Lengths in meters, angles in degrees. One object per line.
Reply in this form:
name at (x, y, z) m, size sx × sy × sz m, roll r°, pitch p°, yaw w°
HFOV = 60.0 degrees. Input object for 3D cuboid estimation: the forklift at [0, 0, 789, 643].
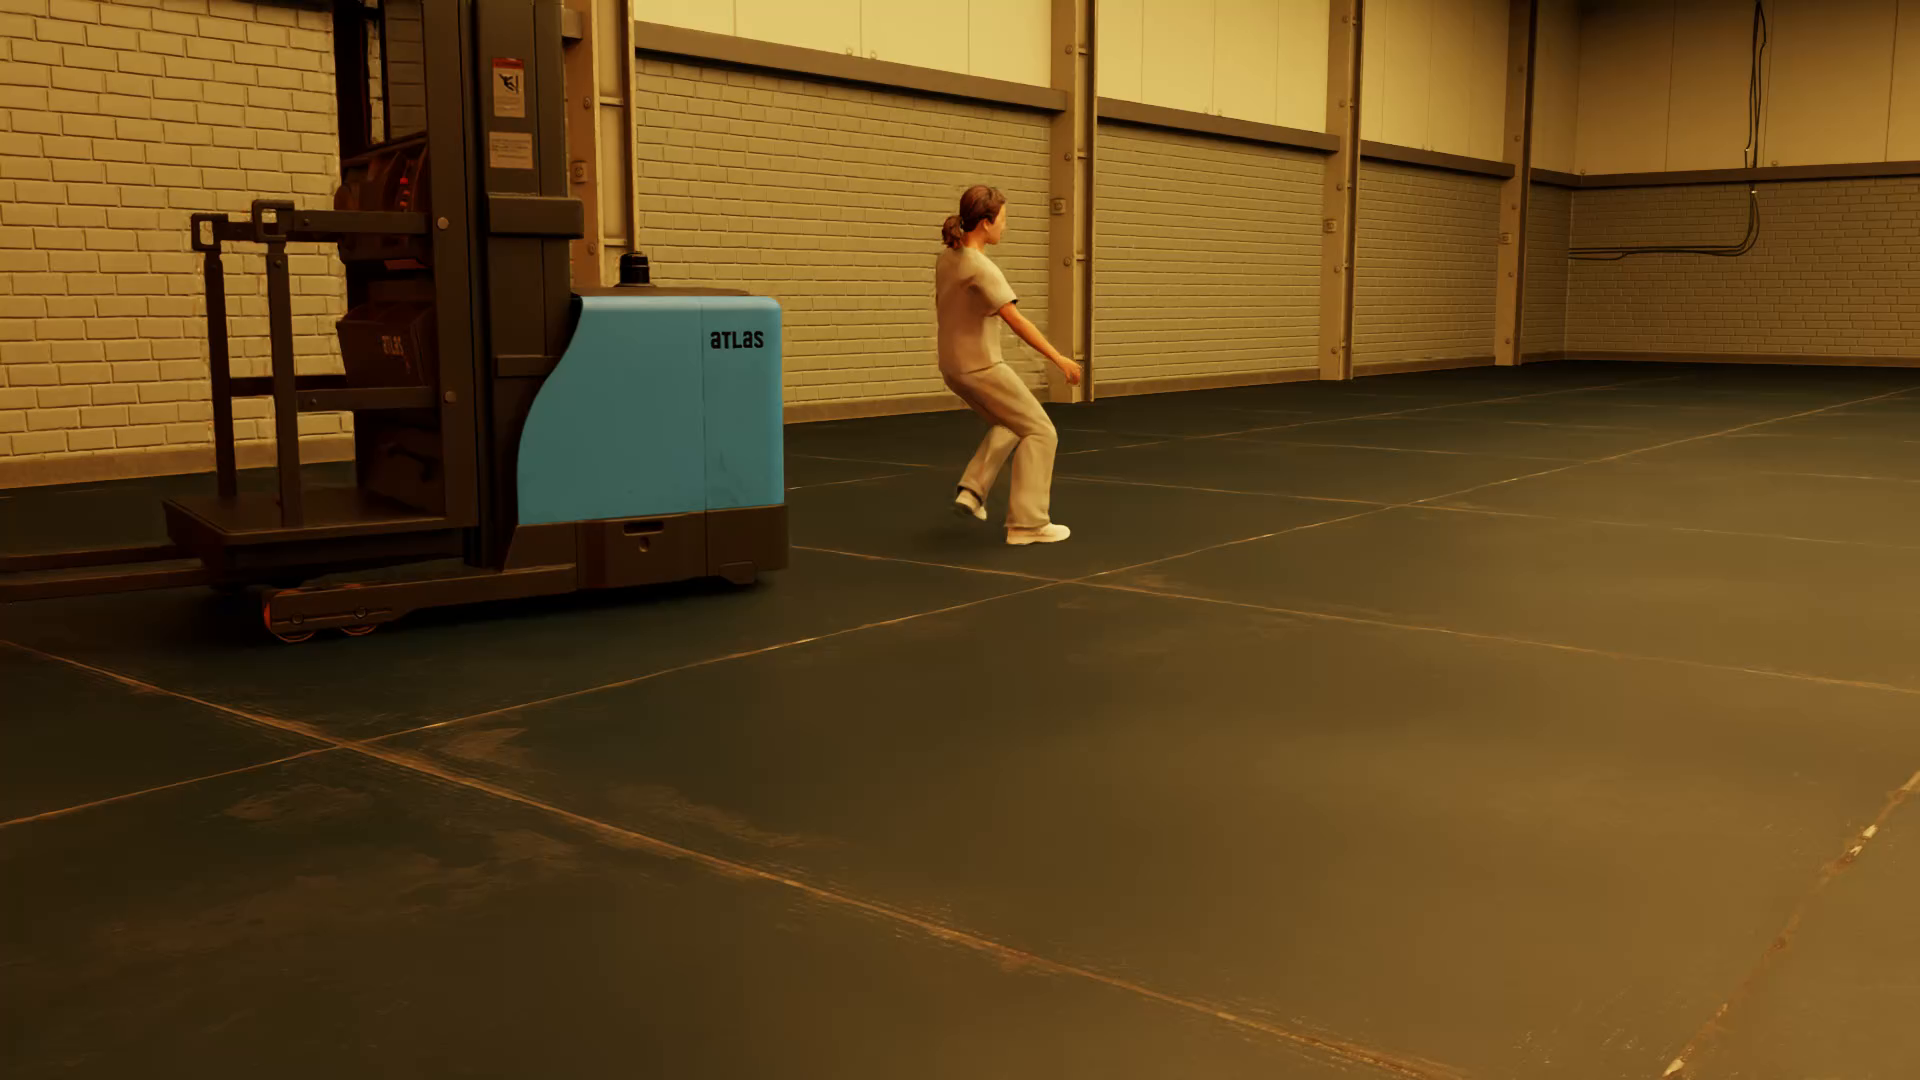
forklift at (-2.146, -1.215, 5.588) m, size 3.031 × 2.935 × 1.130 m, roll -6°, pitch 10°, yaw -34°

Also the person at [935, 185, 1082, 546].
person at (0.151, -0.781, 7.386) m, size 0.524 × 1.550 × 0.749 m, roll -4°, pitch 9°, yaw -25°
